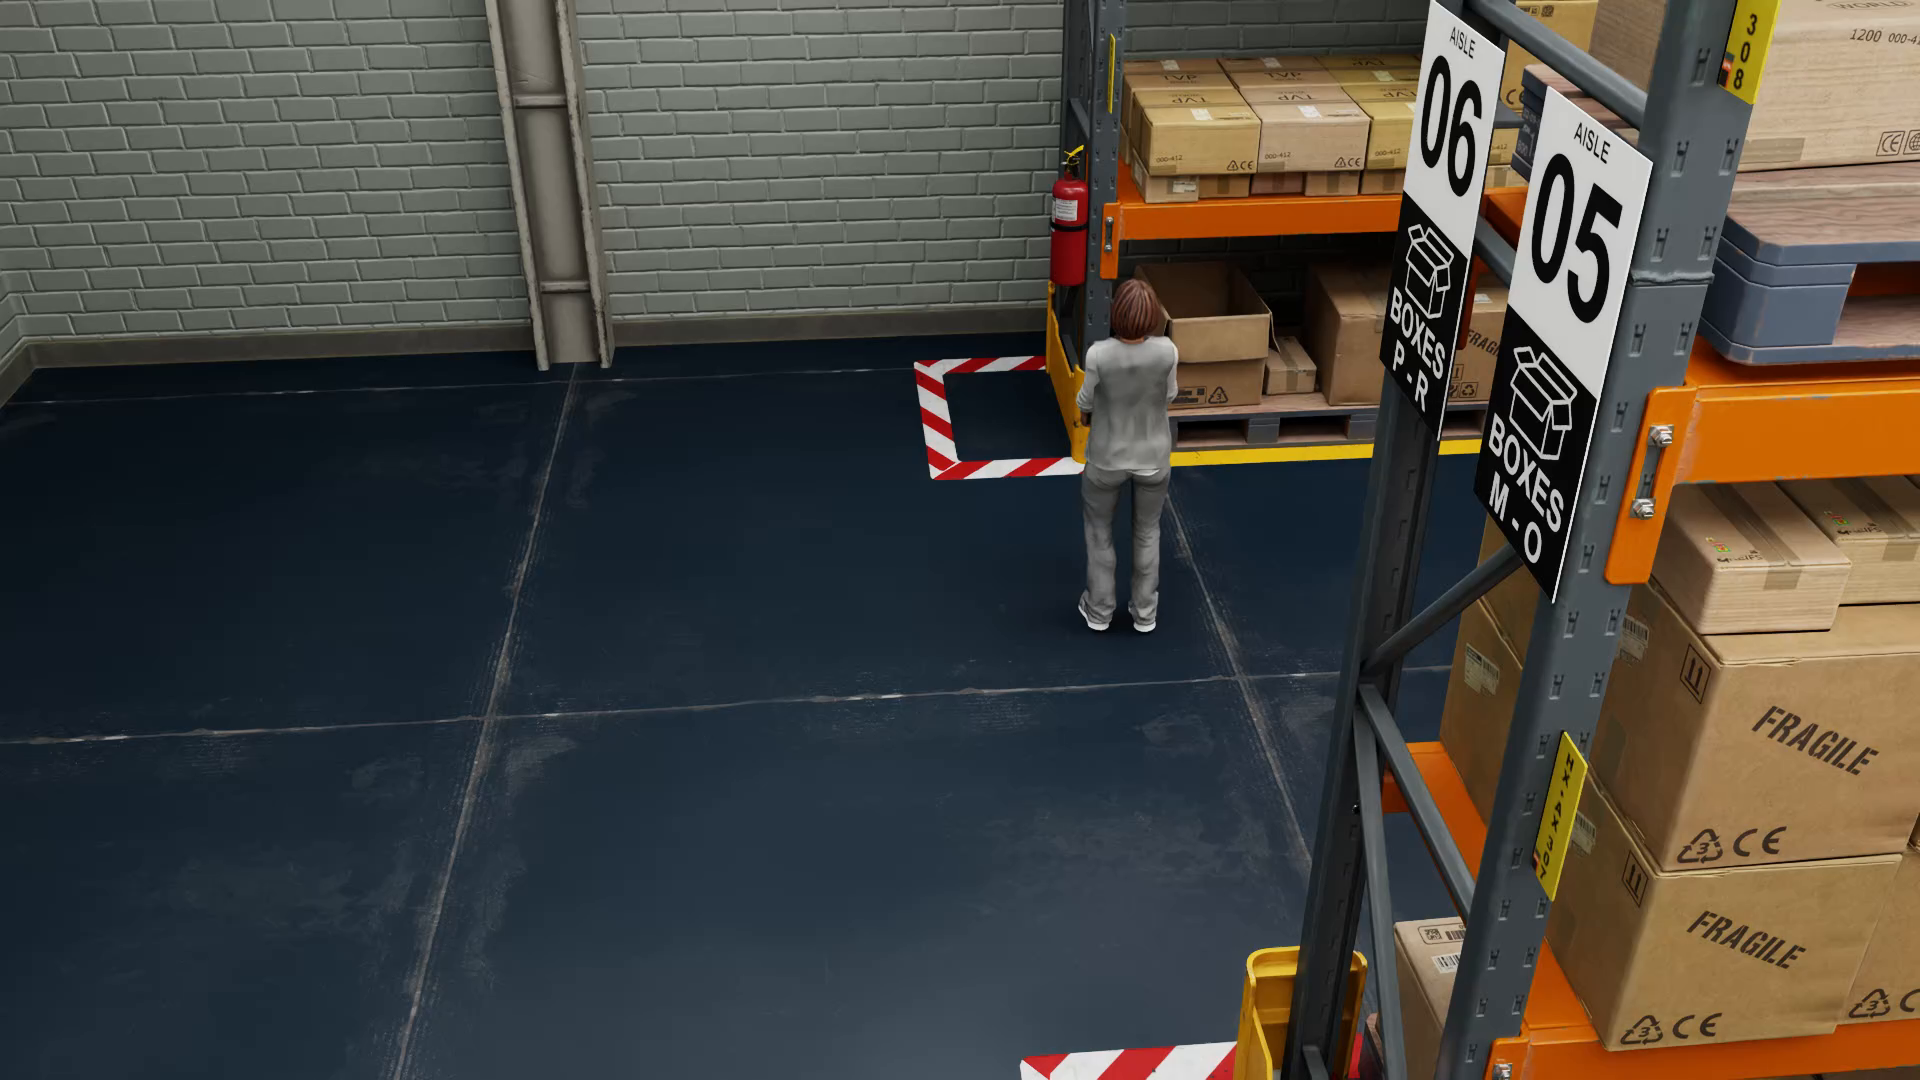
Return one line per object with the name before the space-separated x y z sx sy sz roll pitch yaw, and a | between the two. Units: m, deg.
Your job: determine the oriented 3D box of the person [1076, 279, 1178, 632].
person | 0.662 -0.363 6.742 0.404 1.590 0.497 -2 32 -4
